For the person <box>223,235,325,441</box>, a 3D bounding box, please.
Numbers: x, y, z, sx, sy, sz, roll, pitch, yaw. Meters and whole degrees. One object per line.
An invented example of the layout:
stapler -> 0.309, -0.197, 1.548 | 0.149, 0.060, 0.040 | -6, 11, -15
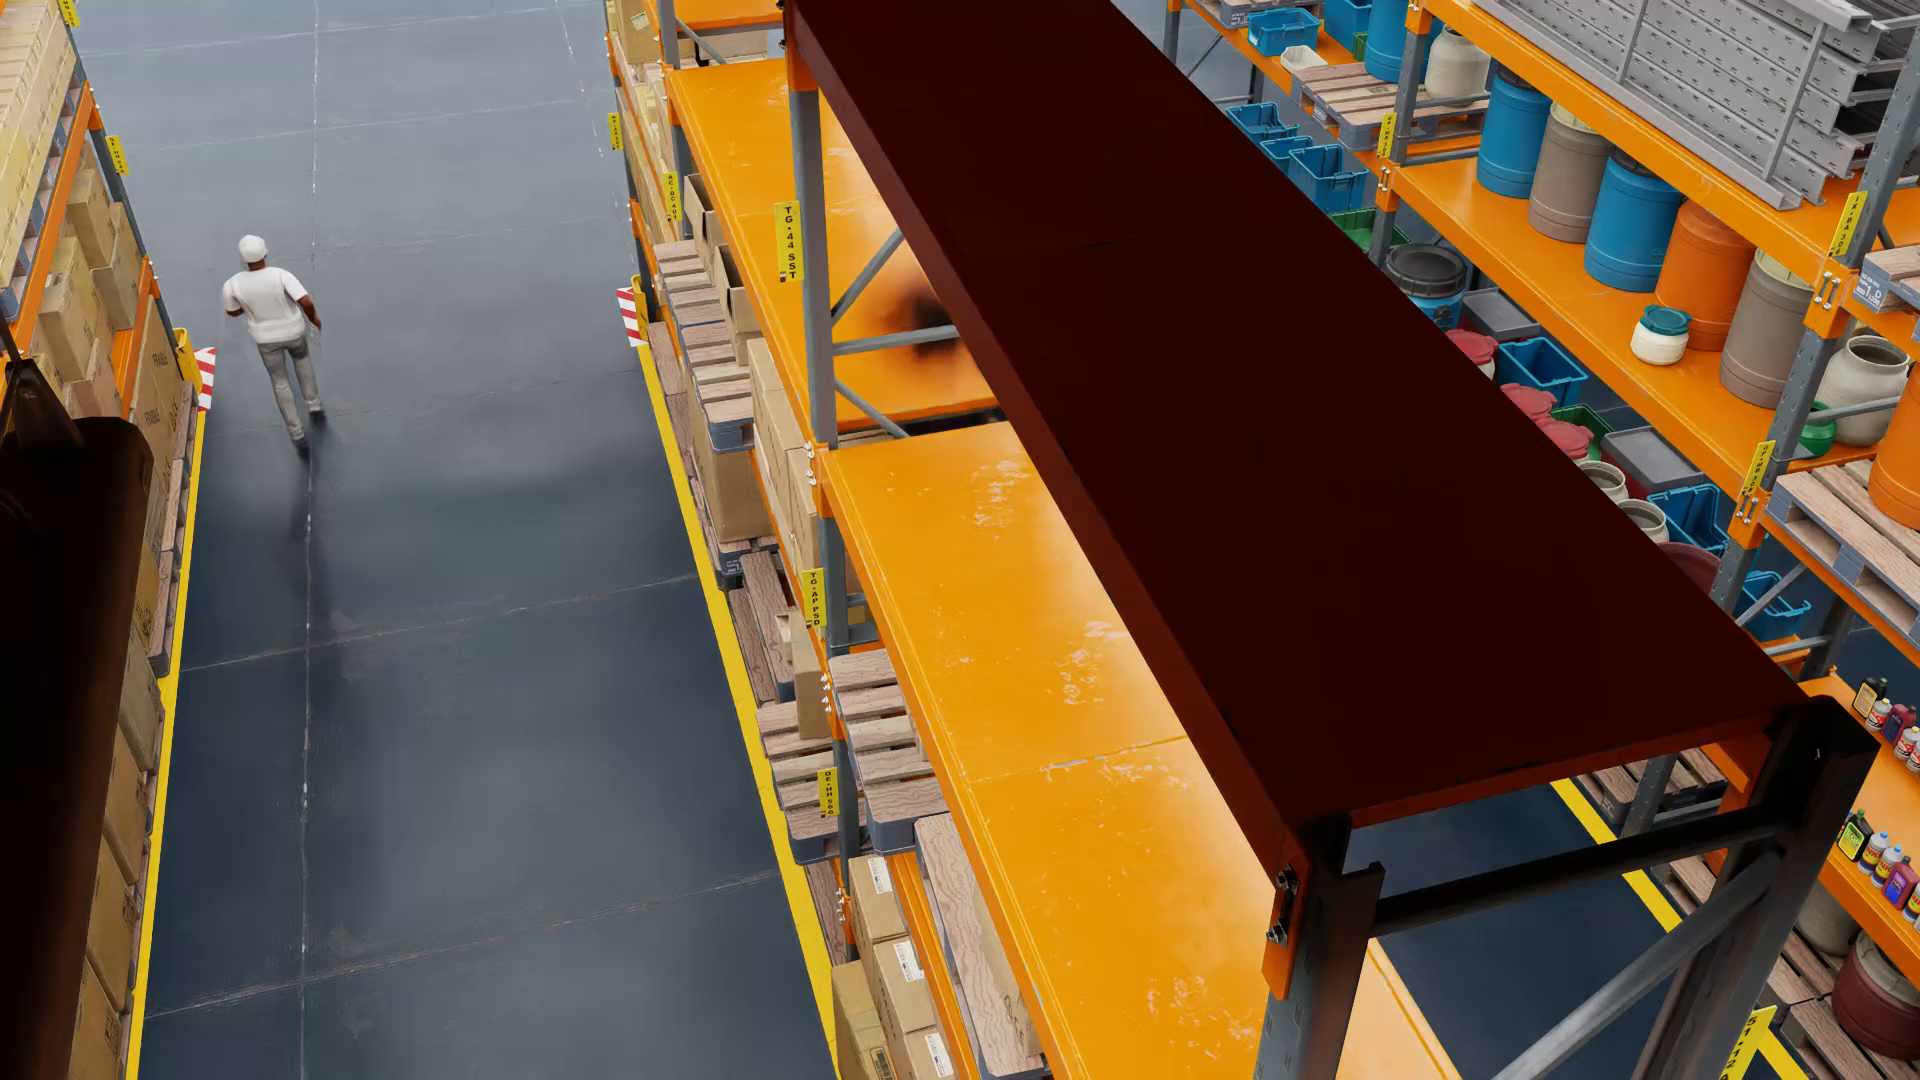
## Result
person -> -5.512, -1.635, 13.479 | 0.681, 1.830, 0.753 | -13, 40, -16
